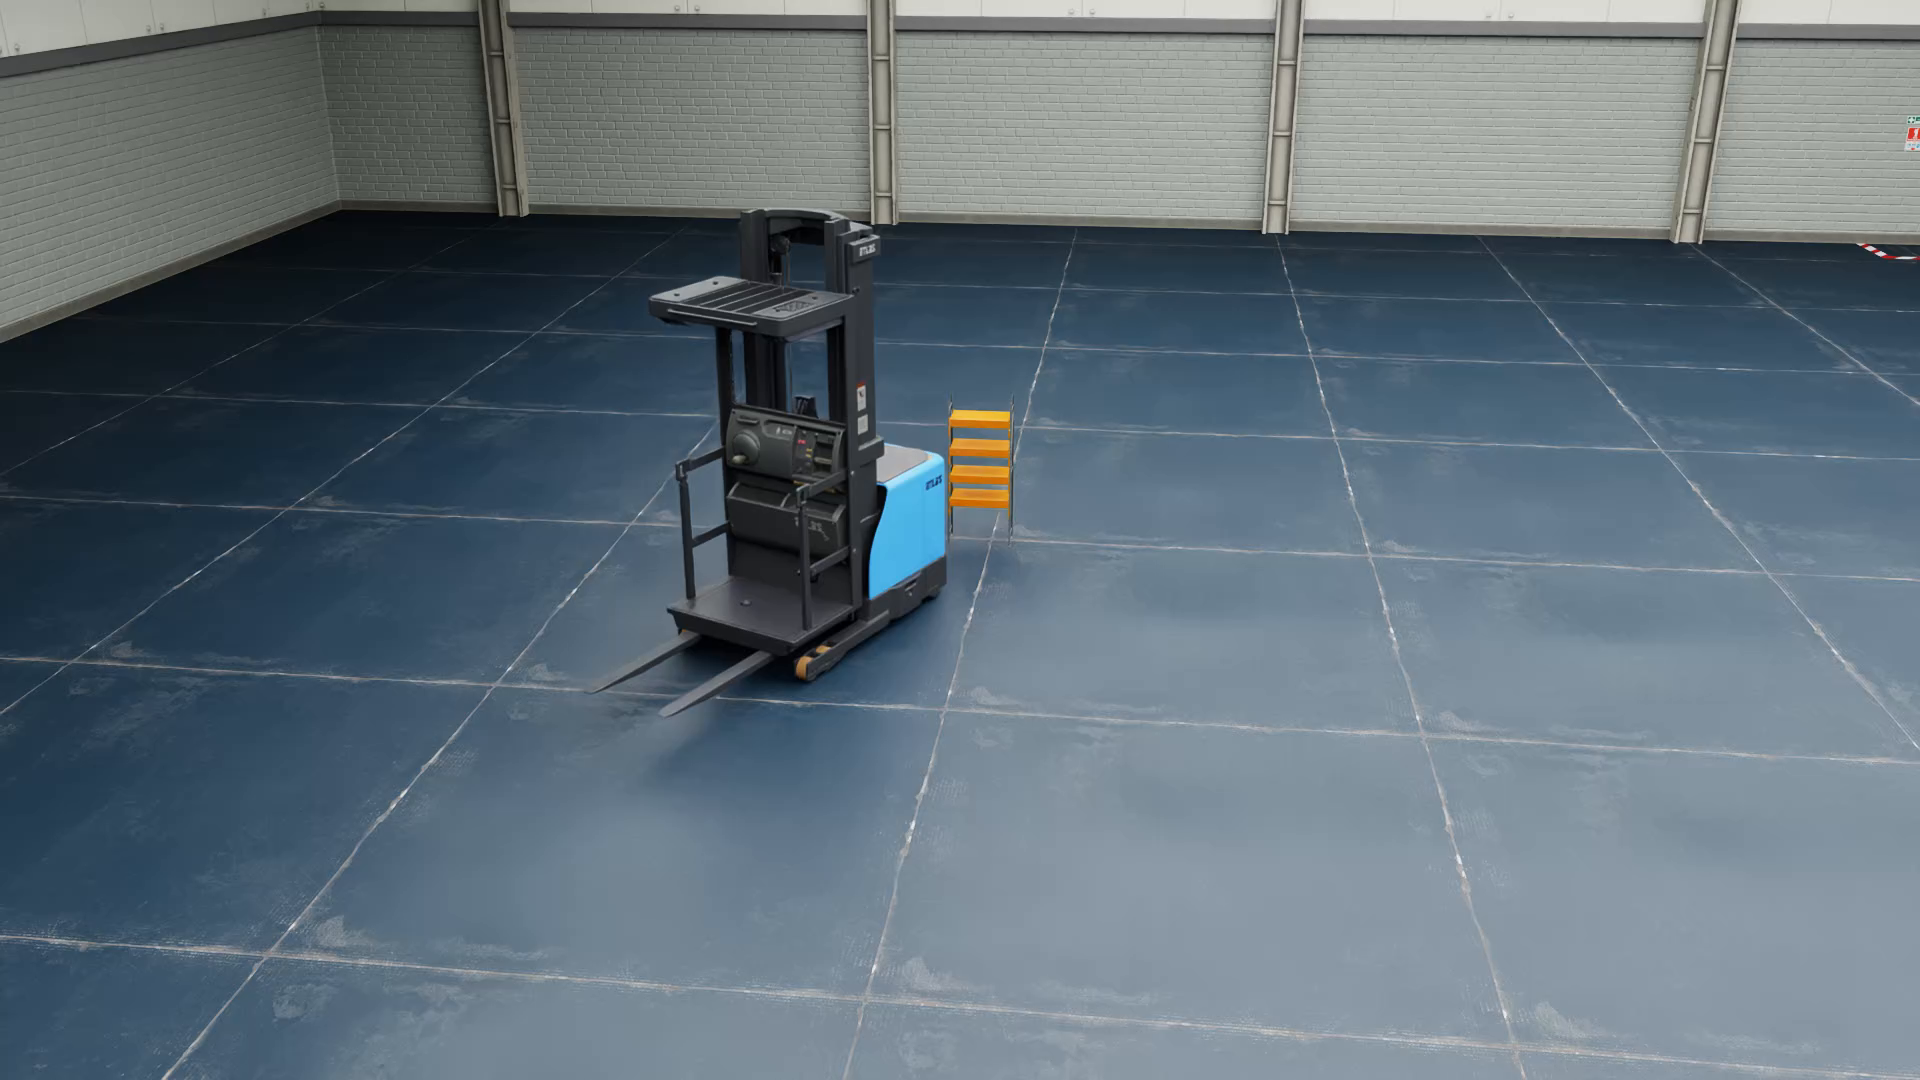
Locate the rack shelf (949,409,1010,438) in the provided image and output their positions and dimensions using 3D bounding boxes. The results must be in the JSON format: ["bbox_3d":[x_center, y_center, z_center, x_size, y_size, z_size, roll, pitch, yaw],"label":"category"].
[{"bbox_3d":[0.164,-0.916,13.057,0.480,0.148,0.258,2,22,6],"label":"rack shelf"}]

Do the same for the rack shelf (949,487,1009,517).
[{"bbox_3d":[0.164,-0.304,13.299,0.480,0.148,0.258,2,22,6],"label":"rack shelf"}]

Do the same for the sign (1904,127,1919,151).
[{"bbox_3d":[13.717,-5.761,23.883,0.234,0.329,0.001,2,22,6],"label":"sign"}]

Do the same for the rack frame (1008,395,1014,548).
[{"bbox_3d":[0.407,-0.540,13.174,0.015,1.200,0.240,2,22,6],"label":"rack frame"}]

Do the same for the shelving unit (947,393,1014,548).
[{"bbox_3d":[0.164,-0.551,13.201,0.503,1.200,0.258,2,22,6],"label":"shelving unit"}]

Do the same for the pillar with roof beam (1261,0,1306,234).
[{"bbox_3d":[4.281,-7.299,19.663,0.400,9.000,9.100,2,22,6],"label":"pillar with roof beam"}]

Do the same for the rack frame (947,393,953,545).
[{"bbox_3d":[-0.078,-0.561,13.228,0.015,1.200,0.240,2,22,6],"label":"rack frame"}]

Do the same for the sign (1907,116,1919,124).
[{"bbox_3d":[13.721,-6.004,23.777,0.331,0.109,0.001,2,22,6],"label":"sign"}]

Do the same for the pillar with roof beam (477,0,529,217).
[{"bbox_3d":[-7.636,-7.819,20.976,0.400,9.000,9.100,2,22,6],"label":"pillar with roof beam"}]

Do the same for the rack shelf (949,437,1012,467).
[{"bbox_3d":[0.164,-0.696,13.144,0.480,0.148,0.258,2,22,6],"label":"rack shelf"}]

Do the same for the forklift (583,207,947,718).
[{"bbox_3d":[-1.293,-0.617,11.014,1.130,2.935,3.031,13,25,29],"label":"forklift"}]

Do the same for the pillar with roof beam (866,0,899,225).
[{"bbox_3d":[-1.678,-7.559,20.320,0.400,9.000,9.100,2,22,6],"label":"pillar with roof beam"}]

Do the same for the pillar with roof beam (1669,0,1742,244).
[{"bbox_3d":[10.239,-7.040,19.007,0.400,9.000,9.100,2,22,6],"label":"pillar with roof beam"}]

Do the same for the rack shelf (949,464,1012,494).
[{"bbox_3d":[0.164,-0.488,13.226,0.480,0.148,0.258,2,22,6],"label":"rack shelf"}]
